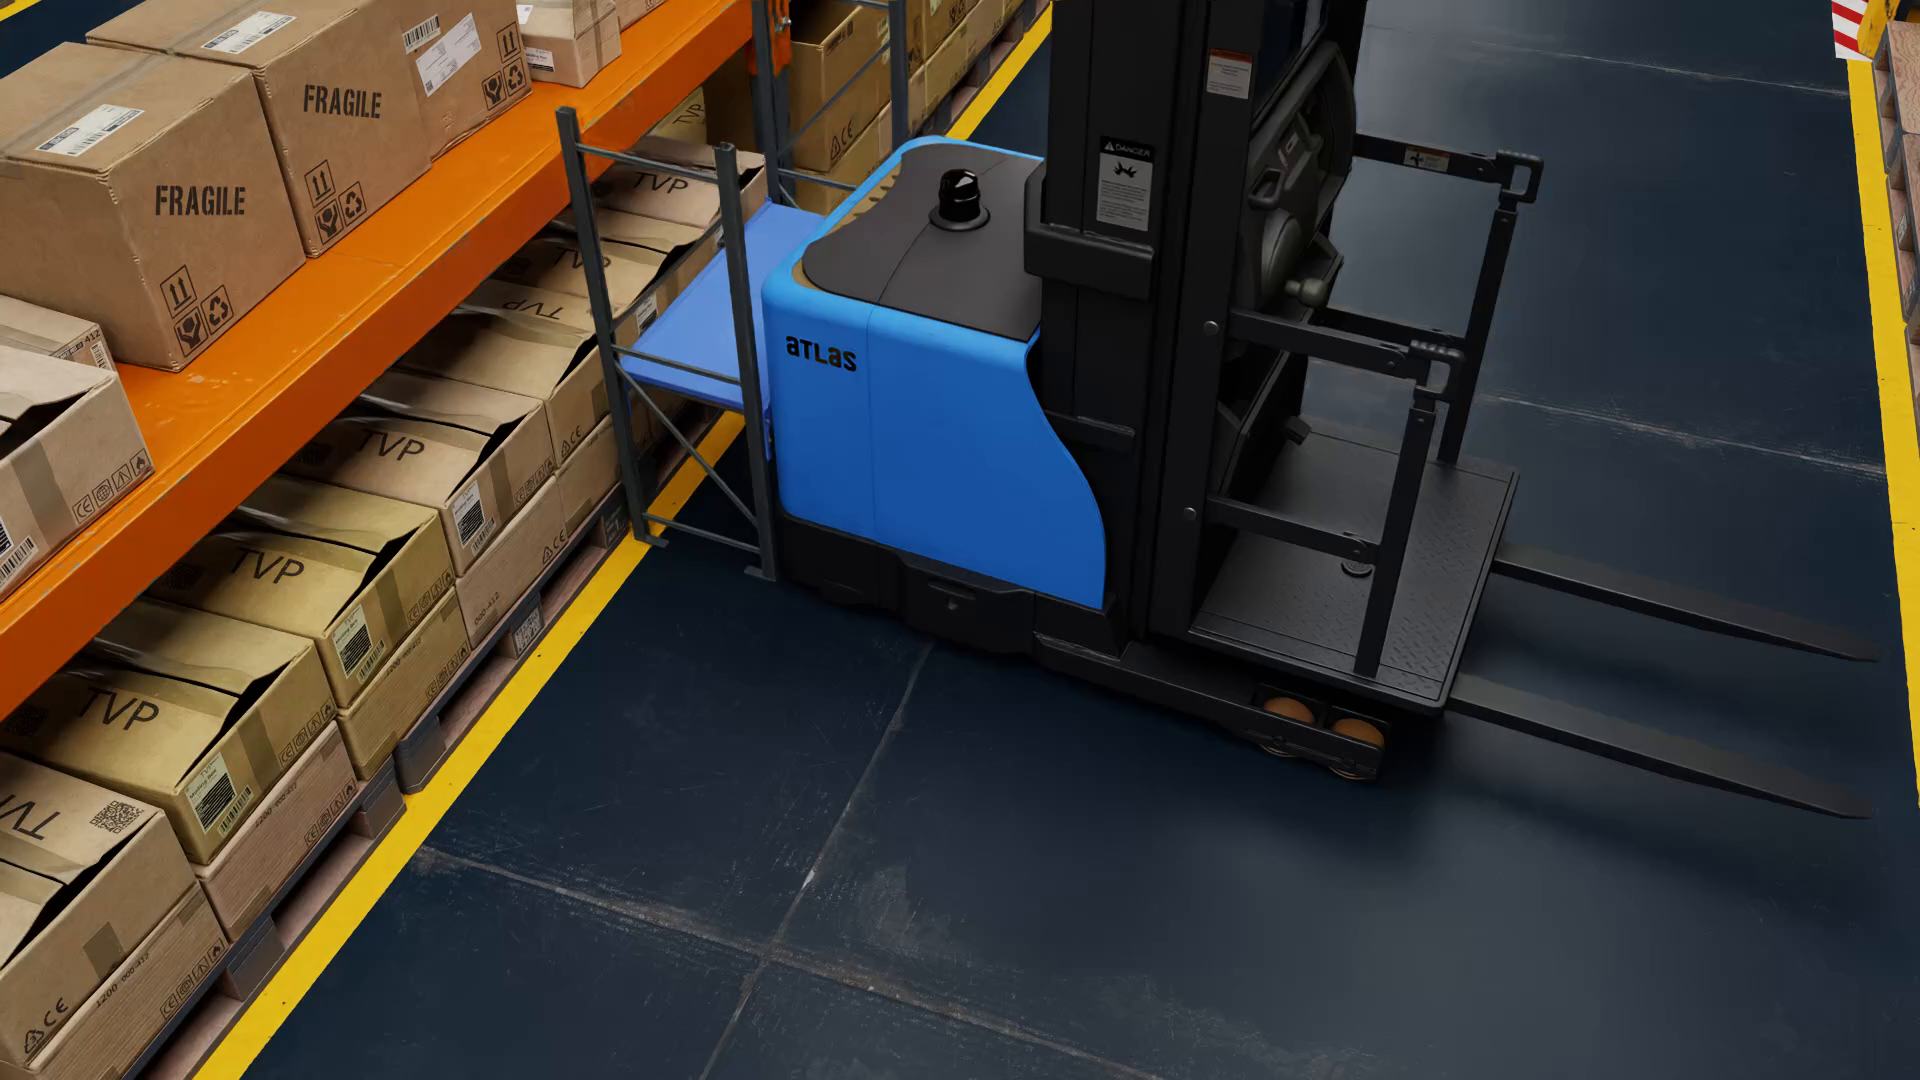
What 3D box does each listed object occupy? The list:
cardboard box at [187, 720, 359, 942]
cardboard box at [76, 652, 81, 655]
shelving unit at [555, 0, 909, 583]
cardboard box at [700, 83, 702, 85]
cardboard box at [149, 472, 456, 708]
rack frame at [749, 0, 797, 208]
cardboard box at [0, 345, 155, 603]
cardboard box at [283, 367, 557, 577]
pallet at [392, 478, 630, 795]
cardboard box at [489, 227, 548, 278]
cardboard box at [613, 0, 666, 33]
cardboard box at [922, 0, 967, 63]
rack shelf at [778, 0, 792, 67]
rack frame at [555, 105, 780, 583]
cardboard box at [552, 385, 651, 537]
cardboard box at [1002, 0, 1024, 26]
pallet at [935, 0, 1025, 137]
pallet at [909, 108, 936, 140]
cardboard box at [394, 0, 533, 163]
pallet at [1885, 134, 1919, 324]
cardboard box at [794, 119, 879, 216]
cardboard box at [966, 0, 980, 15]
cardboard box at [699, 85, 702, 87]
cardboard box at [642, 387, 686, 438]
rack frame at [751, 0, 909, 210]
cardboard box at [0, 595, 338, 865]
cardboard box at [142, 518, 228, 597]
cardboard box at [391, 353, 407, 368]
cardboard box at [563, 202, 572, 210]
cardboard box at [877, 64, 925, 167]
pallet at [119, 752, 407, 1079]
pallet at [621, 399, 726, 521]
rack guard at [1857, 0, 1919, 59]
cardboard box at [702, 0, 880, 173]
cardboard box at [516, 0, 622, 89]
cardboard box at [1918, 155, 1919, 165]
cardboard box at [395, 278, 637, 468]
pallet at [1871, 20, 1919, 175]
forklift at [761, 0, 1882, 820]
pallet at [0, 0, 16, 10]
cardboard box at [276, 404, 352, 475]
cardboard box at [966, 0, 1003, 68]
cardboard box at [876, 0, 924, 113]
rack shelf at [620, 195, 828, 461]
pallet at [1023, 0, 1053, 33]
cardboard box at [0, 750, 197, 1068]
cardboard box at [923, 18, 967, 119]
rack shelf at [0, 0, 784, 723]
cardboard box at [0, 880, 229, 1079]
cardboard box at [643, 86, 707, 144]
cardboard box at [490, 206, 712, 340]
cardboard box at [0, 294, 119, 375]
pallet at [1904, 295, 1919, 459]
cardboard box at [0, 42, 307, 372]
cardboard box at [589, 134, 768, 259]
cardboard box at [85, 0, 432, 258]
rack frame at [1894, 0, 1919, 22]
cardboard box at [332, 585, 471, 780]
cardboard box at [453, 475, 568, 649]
[{"bbox_3d":[-1.825,0.633,3.992,0.500,0.250,0.500,12,42,14],"label":"cardboard box"},{"bbox_3d":[-2.332,0.288,3.965,0.500,0.311,0.500,13,42,14],"label":"cardboard box"},{"bbox_3d":[-0.590,-0.810,4.992,0.538,1.500,1.048,16,46,16],"label":"shelving unit"},{"bbox_3d":[-0.948,-2.165,6.694,0.500,0.500,0.500,13,42,15],"label":"cardboard box"},{"bbox_3d":[-1.648,0.093,4.193,0.500,0.311,0.500,12,42,14],"label":"cardboard box"},{"bbox_3d":[-1.084,-2.132,5.438,1.000,3.000,0.127,13,42,15],"label":"rack frame"},{"bbox_3d":[-1.964,-0.161,3.197,0.500,0.311,0.500,13,42,15],"label":"cardboard box"},{"bbox_3d":[-1.473,-0.220,4.560,0.500,0.311,0.500,13,42,15],"label":"cardboard box"},{"bbox_3d":[-1.714,0.133,4.931,1.003,0.211,1.213,13,42,15],"label":"pallet"},{"bbox_3d":[-1.635,-0.958,5.425,0.500,0.311,0.500,13,42,15],"label":"cardboard box"},{"bbox_3d":[-1.211,-1.765,5.124,0.500,0.250,0.500,16,43,18],"label":"cardboard box"},{"bbox_3d":[-0.289,-2.355,6.916,0.500,0.500,0.500,13,42,15],"label":"cardboard box"},{"bbox_3d":[-0.400,-3.078,7.101,1.077,0.370,4.000,13,42,15],"label":"rack shelf"},{"bbox_3d":[-0.788,-0.485,4.654,0.500,1.500,0.032,16,46,16],"label":"rack frame"},{"bbox_3d":[-1.302,-0.309,5.095,0.500,0.250,0.500,14,42,16],"label":"cardboard box"},{"bbox_3d":[0.050,-2.680,7.875,0.500,0.250,0.500,13,42,15],"label":"cardboard box"},{"bbox_3d":[-0.357,-2.294,7.776,1.003,0.211,1.213,13,42,15],"label":"pallet"},{"bbox_3d":[-0.772,-1.547,6.901,1.003,0.211,1.213,13,42,15],"label":"pallet"},{"bbox_3d":[-1.542,-1.384,4.484,0.500,0.500,0.500,16,43,18],"label":"cardboard box"},{"bbox_3d":[4.185,-1.138,6.422,1.003,0.211,1.213,13,42,15],"label":"pallet"},{"bbox_3d":[-0.640,-1.462,6.447,0.500,0.250,0.500,13,42,15],"label":"cardboard box"},{"bbox_3d":[-0.120,-2.660,7.274,0.500,0.500,0.500,13,42,15],"label":"cardboard box"},{"bbox_3d":[-0.950,-1.880,6.938,0.500,0.250,0.500,13,42,15],"label":"cardboard box"},{"bbox_3d":[-1.128,-0.621,5.461,0.500,0.250,0.500,13,42,14],"label":"cardboard box"},{"bbox_3d":[-0.392,-1.134,5.330,0.500,1.500,0.032,16,46,16],"label":"rack frame"},{"bbox_3d":[-1.825,0.404,3.829,0.500,0.311,0.500,12,42,14],"label":"cardboard box"},{"bbox_3d":[-2.157,-0.020,4.325,0.500,0.311,0.500,13,42,15],"label":"cardboard box"},{"bbox_3d":[-1.811,-0.643,5.055,0.500,0.311,0.500,12,42,14],"label":"cardboard box"},{"bbox_3d":[-1.459,-1.263,5.782,0.500,0.311,0.500,13,42,15],"label":"cardboard box"},{"bbox_3d":[-0.464,-1.765,6.803,0.500,0.250,0.500,13,42,15],"label":"cardboard box"},{"bbox_3d":[-2.133,0.875,4.062,1.003,0.211,1.213,13,42,15],"label":"pallet"},{"bbox_3d":[-1.299,-0.613,5.806,1.003,0.211,1.213,13,42,15],"label":"pallet"},{"bbox_3d":[4.915,-2.478,7.769,1.175,0.500,0.348,13,42,15],"label":"rack guard"},{"bbox_3d":[-0.631,-1.745,6.201,0.500,0.500,0.500,13,42,15],"label":"cardboard box"},{"bbox_3d":[-1.212,-1.504,4.805,0.396,0.266,0.258,12,42,14],"label":"cardboard box"},{"bbox_3d":[4.127,-1.505,6.290,0.700,0.500,0.500,11,42,12],"label":"cardboard box"},{"bbox_3d":[-1.298,-0.526,4.919,0.500,0.311,0.500,13,42,15],"label":"cardboard box"},{"bbox_3d":[4.604,-1.880,7.291,1.003,0.211,1.213,13,42,15],"label":"pallet"},{"bbox_3d":[1.012,-0.864,4.005,3.031,2.935,1.130,17,43,18],"label":"forklift"},{"bbox_3d":[-5.468,-2.574,8.104,1.003,0.211,1.213,13,42,15],"label":"pallet"},{"bbox_3d":[-1.983,-0.325,4.682,0.500,0.311,0.500,14,43,16],"label":"cardboard box"},{"bbox_3d":[-0.123,-2.376,7.518,0.500,0.250,0.500,13,42,15],"label":"cardboard box"},{"bbox_3d":[-0.467,-2.051,6.561,0.500,0.500,0.500,13,42,15],"label":"cardboard box"},{"bbox_3d":[-0.590,-0.680,5.117,0.538,0.185,1.000,16,46,16],"label":"rack shelf"},{"bbox_3d":[0.062,-3.036,8.645,1.003,0.211,1.213,13,42,15],"label":"pallet"},{"bbox_3d":[-1.996,0.726,3.451,0.500,0.311,0.500,15,43,17],"label":"cardboard box"},{"bbox_3d":[-0.288,-2.069,7.159,0.500,0.250,0.500,13,42,15],"label":"cardboard box"},{"bbox_3d":[-1.767,-0.639,4.242,1.077,0.370,4.000,13,42,15],"label":"rack shelf"},{"bbox_3d":[-1.996,0.939,3.633,0.500,0.250,0.500,13,42,15],"label":"cardboard box"},{"bbox_3d":[-1.130,-1.577,6.583,0.500,0.250,0.500,13,42,15],"label":"cardboard box"},{"bbox_3d":[-1.125,-0.830,5.275,0.500,0.311,0.500,14,43,16],"label":"cardboard box"},{"bbox_3d":[-2.068,-0.387,3.587,0.380,0.149,0.250,16,43,18],"label":"cardboard box"},{"bbox_3d":[3.769,-0.392,5.547,1.003,0.211,1.213,13,42,15],"label":"pallet"},{"bbox_3d":[-1.893,-0.758,3.750,0.500,0.500,0.500,11,42,13],"label":"cardboard box"},{"bbox_3d":[-0.953,-1.149,5.648,0.500,0.311,0.500,13,42,15],"label":"cardboard box"},{"bbox_3d":[-1.713,-1.079,4.126,0.500,0.500,0.500,13,42,15],"label":"cardboard box"},{"bbox_3d":[4.941,-3.475,7.012,1.000,3.000,0.127,13,42,15],"label":"rack frame"},{"bbox_3d":[-1.653,0.314,4.366,0.500,0.250,0.500,12,42,14],"label":"cardboard box"},{"bbox_3d":[-1.477,0.002,4.732,0.500,0.250,0.500,14,42,16],"label":"cardboard box"}]
